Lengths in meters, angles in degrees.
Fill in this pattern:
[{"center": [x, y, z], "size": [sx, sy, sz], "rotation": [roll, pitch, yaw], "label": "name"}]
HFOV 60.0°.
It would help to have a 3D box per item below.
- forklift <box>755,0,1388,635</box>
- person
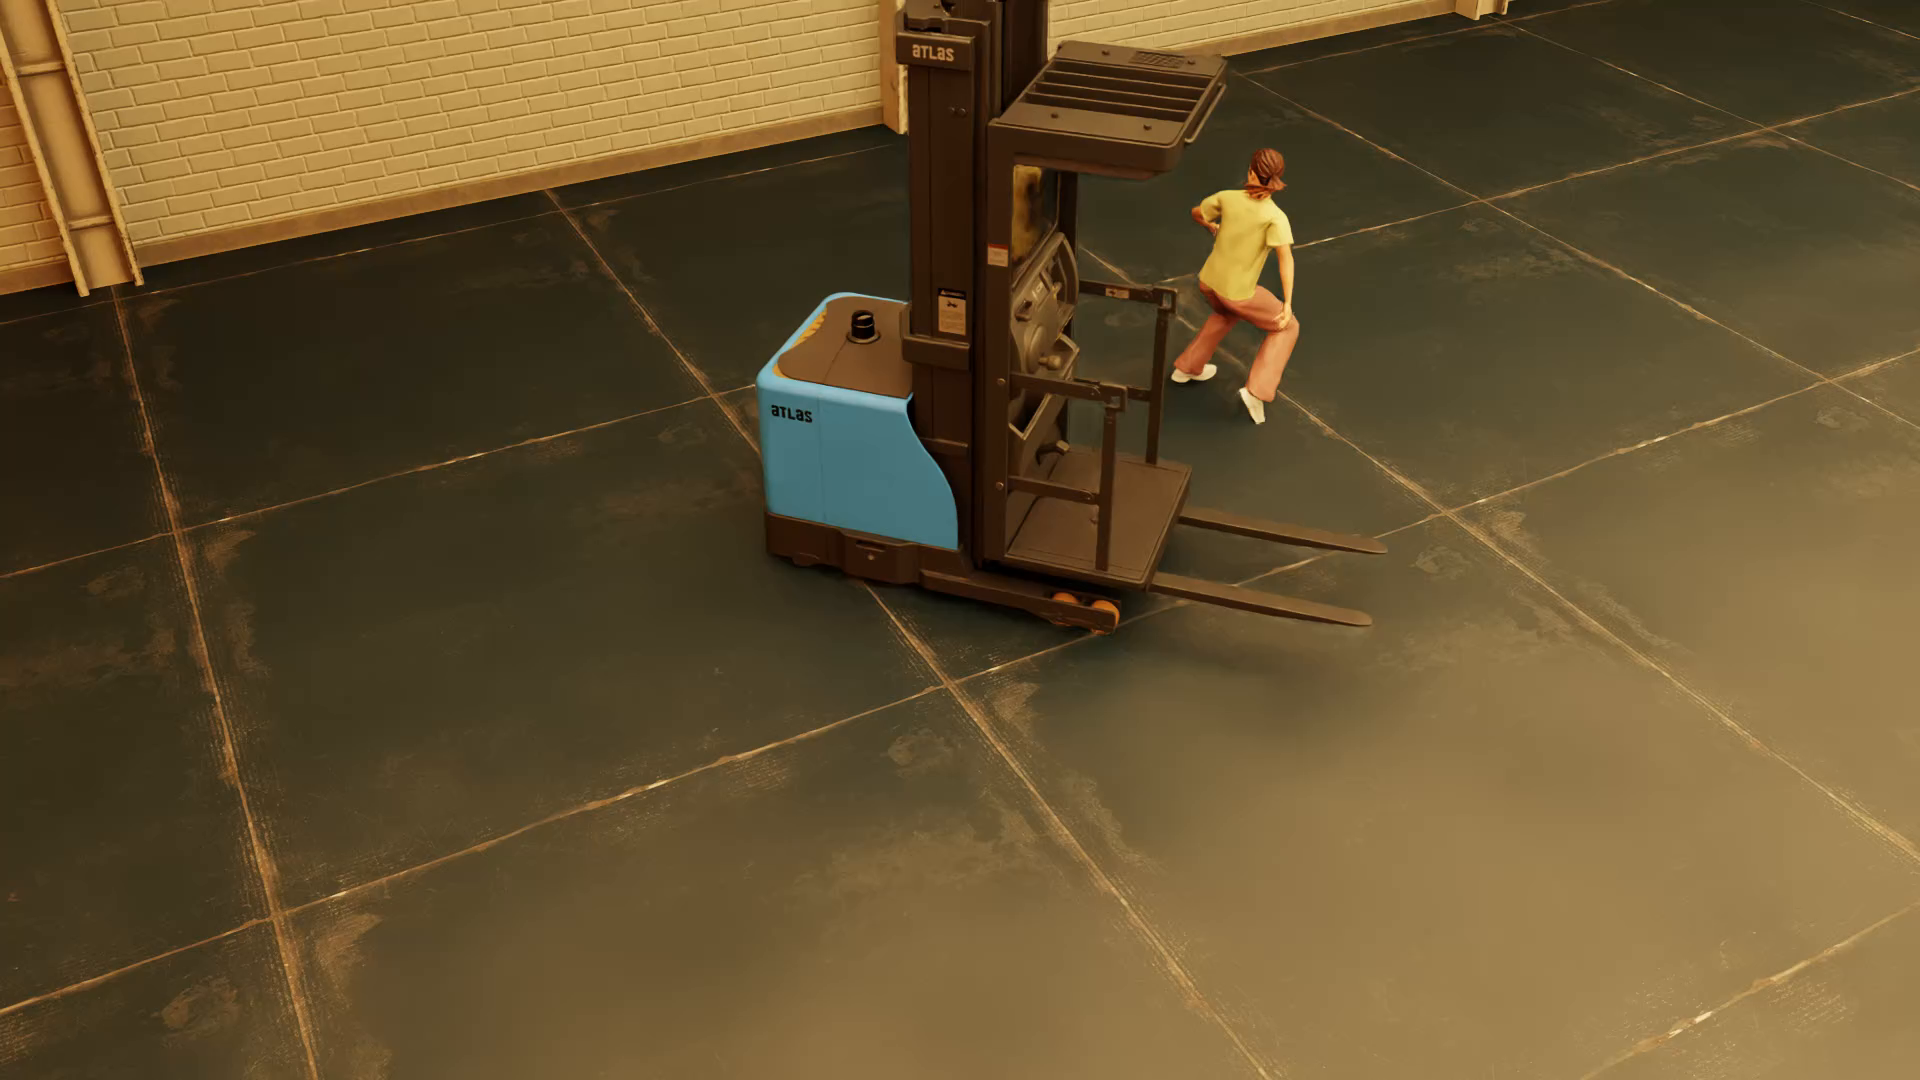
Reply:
[{"center": [0.579, -1.085, 7.658], "size": [3.031, 2.935, 1.130], "rotation": [11, 37, 15], "label": "forklift"}, {"center": [1.635, -1.425, 9.435], "size": [0.472, 1.568, 0.913], "rotation": [-24, 42, -30], "label": "person"}]
